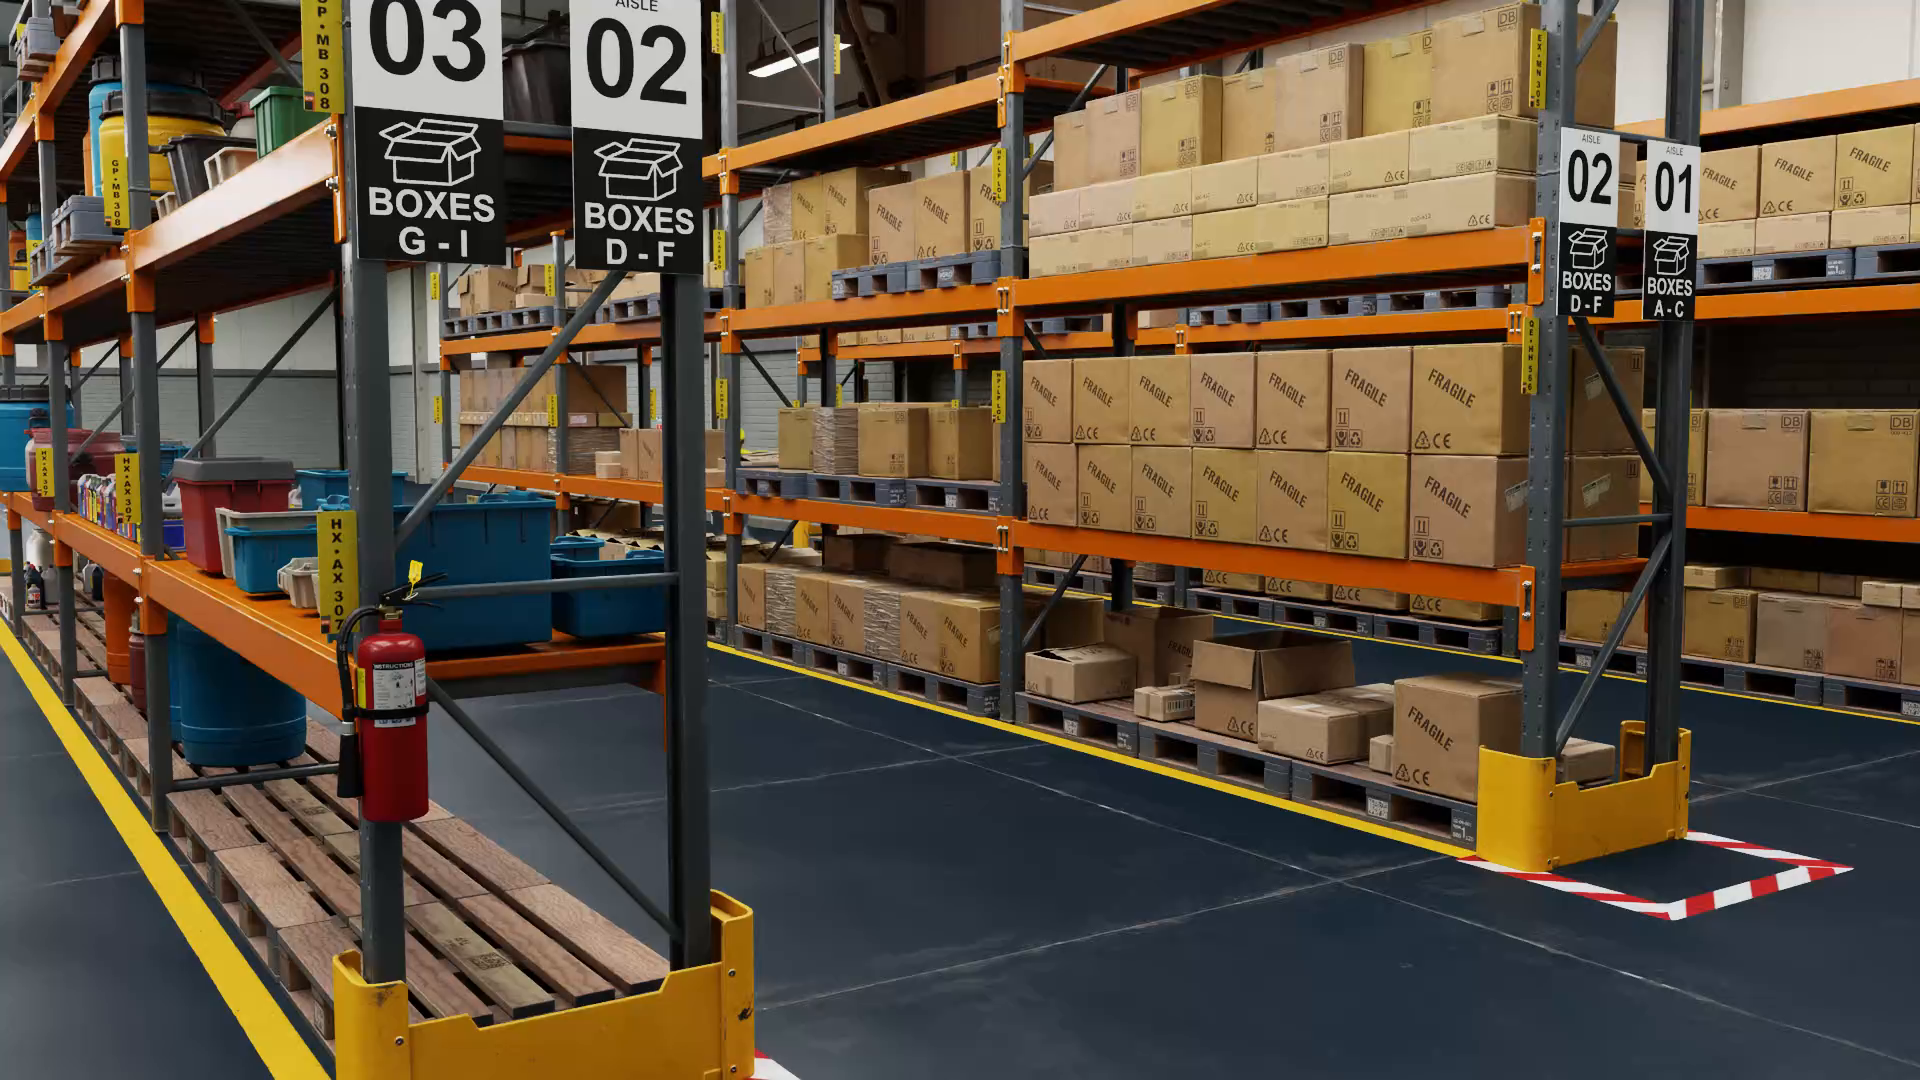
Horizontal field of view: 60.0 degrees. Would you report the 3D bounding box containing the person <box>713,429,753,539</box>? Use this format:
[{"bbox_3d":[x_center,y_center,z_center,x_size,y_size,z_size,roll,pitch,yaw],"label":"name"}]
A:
[{"bbox_3d":[-2.754,-0.504,20.297,0.593,1.752,0.625,-2,5,-22],"label":"person"}]
